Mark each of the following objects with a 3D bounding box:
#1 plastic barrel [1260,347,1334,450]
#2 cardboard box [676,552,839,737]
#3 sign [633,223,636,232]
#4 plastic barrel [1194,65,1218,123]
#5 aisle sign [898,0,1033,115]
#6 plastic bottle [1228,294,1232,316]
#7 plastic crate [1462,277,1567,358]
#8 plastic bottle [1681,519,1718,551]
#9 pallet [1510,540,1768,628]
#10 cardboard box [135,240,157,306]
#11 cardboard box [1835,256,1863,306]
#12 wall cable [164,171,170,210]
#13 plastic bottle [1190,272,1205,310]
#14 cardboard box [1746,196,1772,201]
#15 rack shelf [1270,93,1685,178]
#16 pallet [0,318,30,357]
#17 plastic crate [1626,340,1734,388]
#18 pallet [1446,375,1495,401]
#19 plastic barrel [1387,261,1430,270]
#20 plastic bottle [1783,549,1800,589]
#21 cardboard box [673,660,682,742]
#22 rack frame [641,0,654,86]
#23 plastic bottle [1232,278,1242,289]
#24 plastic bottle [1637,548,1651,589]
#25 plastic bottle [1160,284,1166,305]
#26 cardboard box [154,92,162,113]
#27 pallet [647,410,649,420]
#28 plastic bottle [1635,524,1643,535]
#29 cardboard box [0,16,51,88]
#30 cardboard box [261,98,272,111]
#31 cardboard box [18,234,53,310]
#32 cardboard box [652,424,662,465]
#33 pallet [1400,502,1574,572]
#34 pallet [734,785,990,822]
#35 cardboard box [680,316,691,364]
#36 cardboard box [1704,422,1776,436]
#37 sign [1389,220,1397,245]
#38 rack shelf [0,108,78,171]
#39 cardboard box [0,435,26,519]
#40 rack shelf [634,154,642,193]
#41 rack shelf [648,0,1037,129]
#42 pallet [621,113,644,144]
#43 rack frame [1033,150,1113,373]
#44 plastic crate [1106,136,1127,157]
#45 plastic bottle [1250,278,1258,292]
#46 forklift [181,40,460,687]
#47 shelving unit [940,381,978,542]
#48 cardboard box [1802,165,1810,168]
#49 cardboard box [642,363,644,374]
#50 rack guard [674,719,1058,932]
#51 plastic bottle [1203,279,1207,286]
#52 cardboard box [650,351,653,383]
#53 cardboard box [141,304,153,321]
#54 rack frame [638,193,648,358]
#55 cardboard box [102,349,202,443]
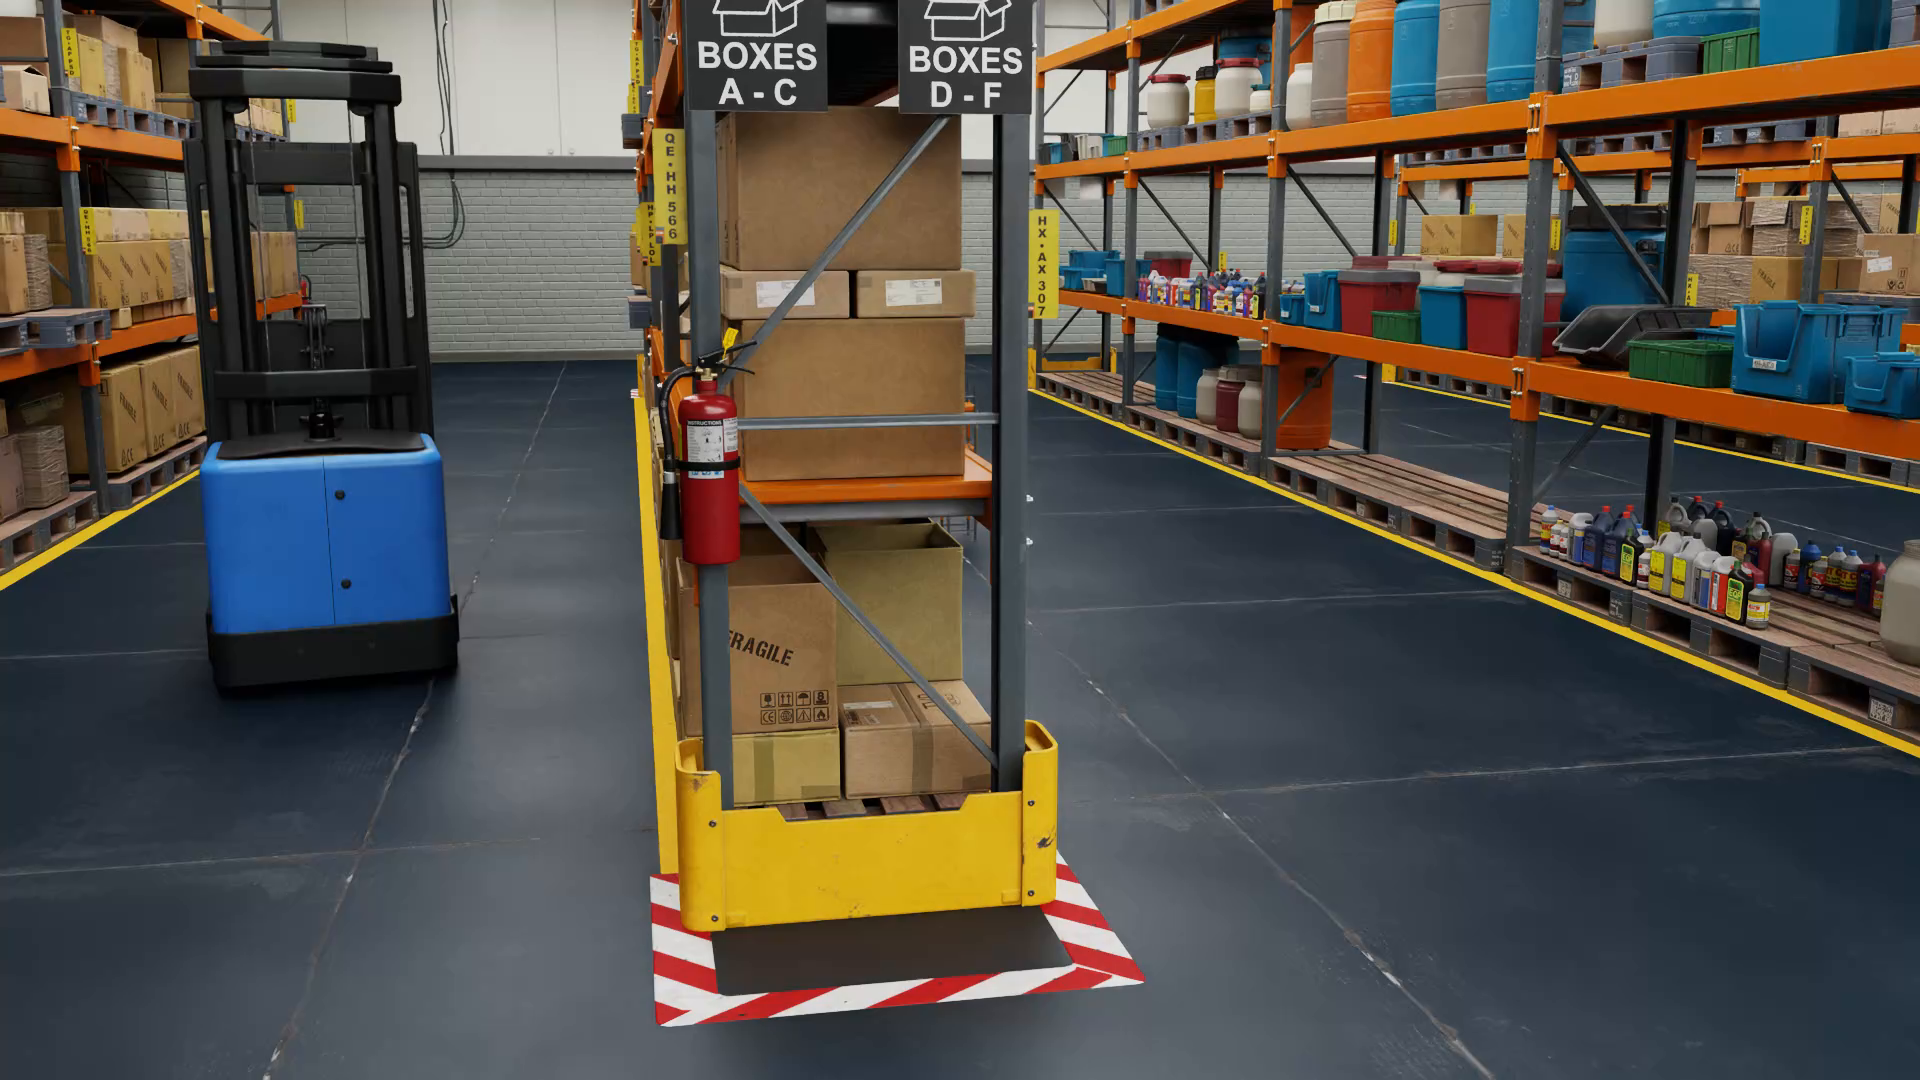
[{"bbox_3d":[2.895,-1.226,14.295,0.600,0.830,0.708,-2,11,-11],"label":"plastic barrel"},{"bbox_3d":[-0.692,0.339,5.619,0.500,0.500,0.500,-2,11,-11],"label":"cardboard box"},{"bbox_3d":[-3.161,-2.955,16.383,0.100,0.325,0.005,-2,11,-11],"label":"sign"},{"bbox_3d":[2.606,-4.342,16.340,0.600,0.588,0.600,0,11,0],"label":"plastic barrel"},{"bbox_3d":[0.017,-1.626,4.764,0.394,0.787,0.004,-2,11,-11],"label":"aisle sign"},{"bbox_3d":[2.404,-2.075,14.609,0.097,0.201,0.097,0,11,0],"label":"plastic bottle"},{"bbox_3d":[3.391,-1.372,10.211,0.402,0.464,0.583,-2,11,-11],"label":"plastic crate"},{"bbox_3d":[4.090,0.012,9.219,0.152,0.276,0.135,-2,11,-11],"label":"plastic bottle"},{"bbox_3d":[3.875,0.232,9.414,1.003,0.211,1.213,-2,11,-11],"label":"pallet"},{"bbox_3d":[-6.742,-2.127,13.233,0.500,0.500,0.500,-2,11,-11],"label":"cardboard box"},{"bbox_3d":[8.038,-2.325,15.121,0.500,0.500,0.500,-2,11,-9],"label":"cardboard box"},{"bbox_3d":[-9.443,-3.803,20.437,0.084,1.984,1.851,-2,11,-11],"label":"wall cable"},{"bbox_3d":[2.236,-2.330,15.545,0.144,0.351,0.185,-2,11,-11],"label":"plastic bottle"},{"bbox_3d":[11.022,-4.400,22.555,0.500,0.500,0.500,-2,11,-11],"label":"cardboard box"},{"bbox_3d":[3.396,-2.750,11.523,1.077,0.370,4.000,-2,11,-11],"label":"rack shelf"},{"bbox_3d":[-6.285,-1.180,9.889,1.003,0.211,1.213,-2,11,-11],"label":"pallet"},{"bbox_3d":[3.772,-0.899,8.467,0.450,0.188,0.662,-2,11,-11],"label":"plastic crate"},{"bbox_3d":[6.776,-1.907,20.650,1.003,0.211,1.213,-2,11,-11],"label":"pallet"},{"bbox_3d":[3.417,-1.870,12.702,0.421,0.512,0.421,0,11,0],"label":"plastic barrel"},{"bbox_3d":[4.371,0.148,8.702,0.097,0.201,0.097,0,11,0],"label":"plastic bottle"},{"bbox_3d":[-0.799,0.616,6.169,0.500,0.250,0.500,-2,11,-11],"label":"cardboard box"},{"bbox_3d":[-1.852,-4.764,12.160,1.000,3.000,0.127,-2,11,-11],"label":"rack frame"},{"bbox_3d":[2.700,-2.414,16.202,0.097,0.271,0.097,0,11,0],"label":"plastic bottle"},{"bbox_3d":[3.604,0.146,8.713,0.097,0.201,0.097,0,11,0],"label":"plastic bottle"},{"bbox_3d":[2.031,-2.426,16.454,0.097,0.201,0.097,0,11,0],"label":"plastic bottle"},{"bbox_3d":[-7.852,-4.142,15.924,0.500,0.250,0.500,-2,11,-10],"label":"cardboard box"},{"bbox_3d":[-3.003,-1.531,18.676,1.003,0.211,1.213,-2,11,-11],"label":"pallet"},{"bbox_3d":[3.682,0.047,9.049,0.097,0.271,0.097,0,11,0],"label":"plastic bottle"},{"bbox_3d":[-6.859,-3.460,11.887,0.700,0.500,0.500,-3,11,-15],"label":"cardboard box"},{"bbox_3d":[-7.770,-4.911,17.957,0.500,0.500,0.500,-2,11,-9],"label":"cardboard box"},{"bbox_3d":[-6.609,-1.816,11.269,0.700,0.500,0.500,-3,11,-18],"label":"cardboard box"},{"bbox_3d":[-1.831,-0.652,11.329,0.500,0.311,0.500,-2,11,-13],"label":"cardboard box"},{"bbox_3d":[3.595,-0.036,10.819,1.003,0.211,1.213,-2,11,-11],"label":"pallet"},{"bbox_3d":[-0.486,0.881,6.001,1.003,0.211,1.213,-2,11,-11],"label":"pallet"},{"bbox_3d":[-1.425,-1.172,9.691,0.396,0.266,0.258,-2,11,-12],"label":"cardboard box"},{"bbox_3d":[7.752,-1.466,15.438,1.225,0.875,0.875,-3,11,-14],"label":"cardboard box"},{"bbox_3d":[5.764,-4.089,22.130,0.100,0.325,0.005,-2,11,-11],"label":"sign"},{"bbox_3d":[-6.322,-2.389,9.630,1.077,0.370,4.000,-2,11,-11],"label":"rack shelf"},{"bbox_3d":[-6.533,-0.395,10.761,0.700,0.500,0.500,-2,11,-11],"label":"cardboard box"},{"bbox_3d":[-3.019,-4.038,18.289,1.077,0.370,4.000,-2,11,-11],"label":"rack shelf"},{"bbox_3d":[-0.685,-1.837,6.726,1.077,0.370,4.000,-2,11,-11],"label":"rack shelf"},{"bbox_3d":[-2.367,-3.620,14.671,1.213,0.211,1.003,-2,11,-11],"label":"pallet"},{"bbox_3d":[1.451,-3.464,21.372,1.000,3.000,0.127,-2,11,-11],"label":"rack frame"},{"bbox_3d":[1.850,-4.166,17.607,0.450,0.188,0.662,-2,11,-11],"label":"plastic crate"},{"bbox_3d":[2.864,-2.382,16.020,0.152,0.276,0.135,-2,11,-11],"label":"plastic bottle"},{"bbox_3d":[-3.352,-1.010,8.665,1.130,2.935,3.031,-4,12,-20],"label":"forklift"},{"bbox_3d":[-0.010,-0.526,11.150,0.215,1.050,0.252,-2,11,-11],"label":"shelving unit"},{"bbox_3d":[11.242,-4.923,21.419,0.500,0.250,0.500,-2,11,-13],"label":"cardboard box"},{"bbox_3d":[-3.483,-1.948,19.585,0.500,0.250,0.500,-2,11,-11],"label":"cardboard box"},{"bbox_3d":[-0.292,0.883,5.222,1.175,0.500,0.348,-2,11,-11],"label":"rack guard"},{"bbox_3d":[2.286,-2.268,15.402,0.061,0.283,0.133,-2,11,-11],"label":"plastic bottle"},{"bbox_3d":[-2.482,-1.534,14.738,0.500,0.250,0.500,-2,11,-12],"label":"cardboard box"},{"bbox_3d":[-6.856,-1.872,13.630,0.380,0.149,0.250,-2,11,-11],"label":"cardboard box"},{"bbox_3d":[-3.408,-3.284,20.429,1.000,3.000,0.127,-2,11,-11],"label":"rack frame"},{"bbox_3d":[-7.059,-1.243,14.329,0.750,0.750,0.750,-2,11,-9],"label":"cardboard box"}]
